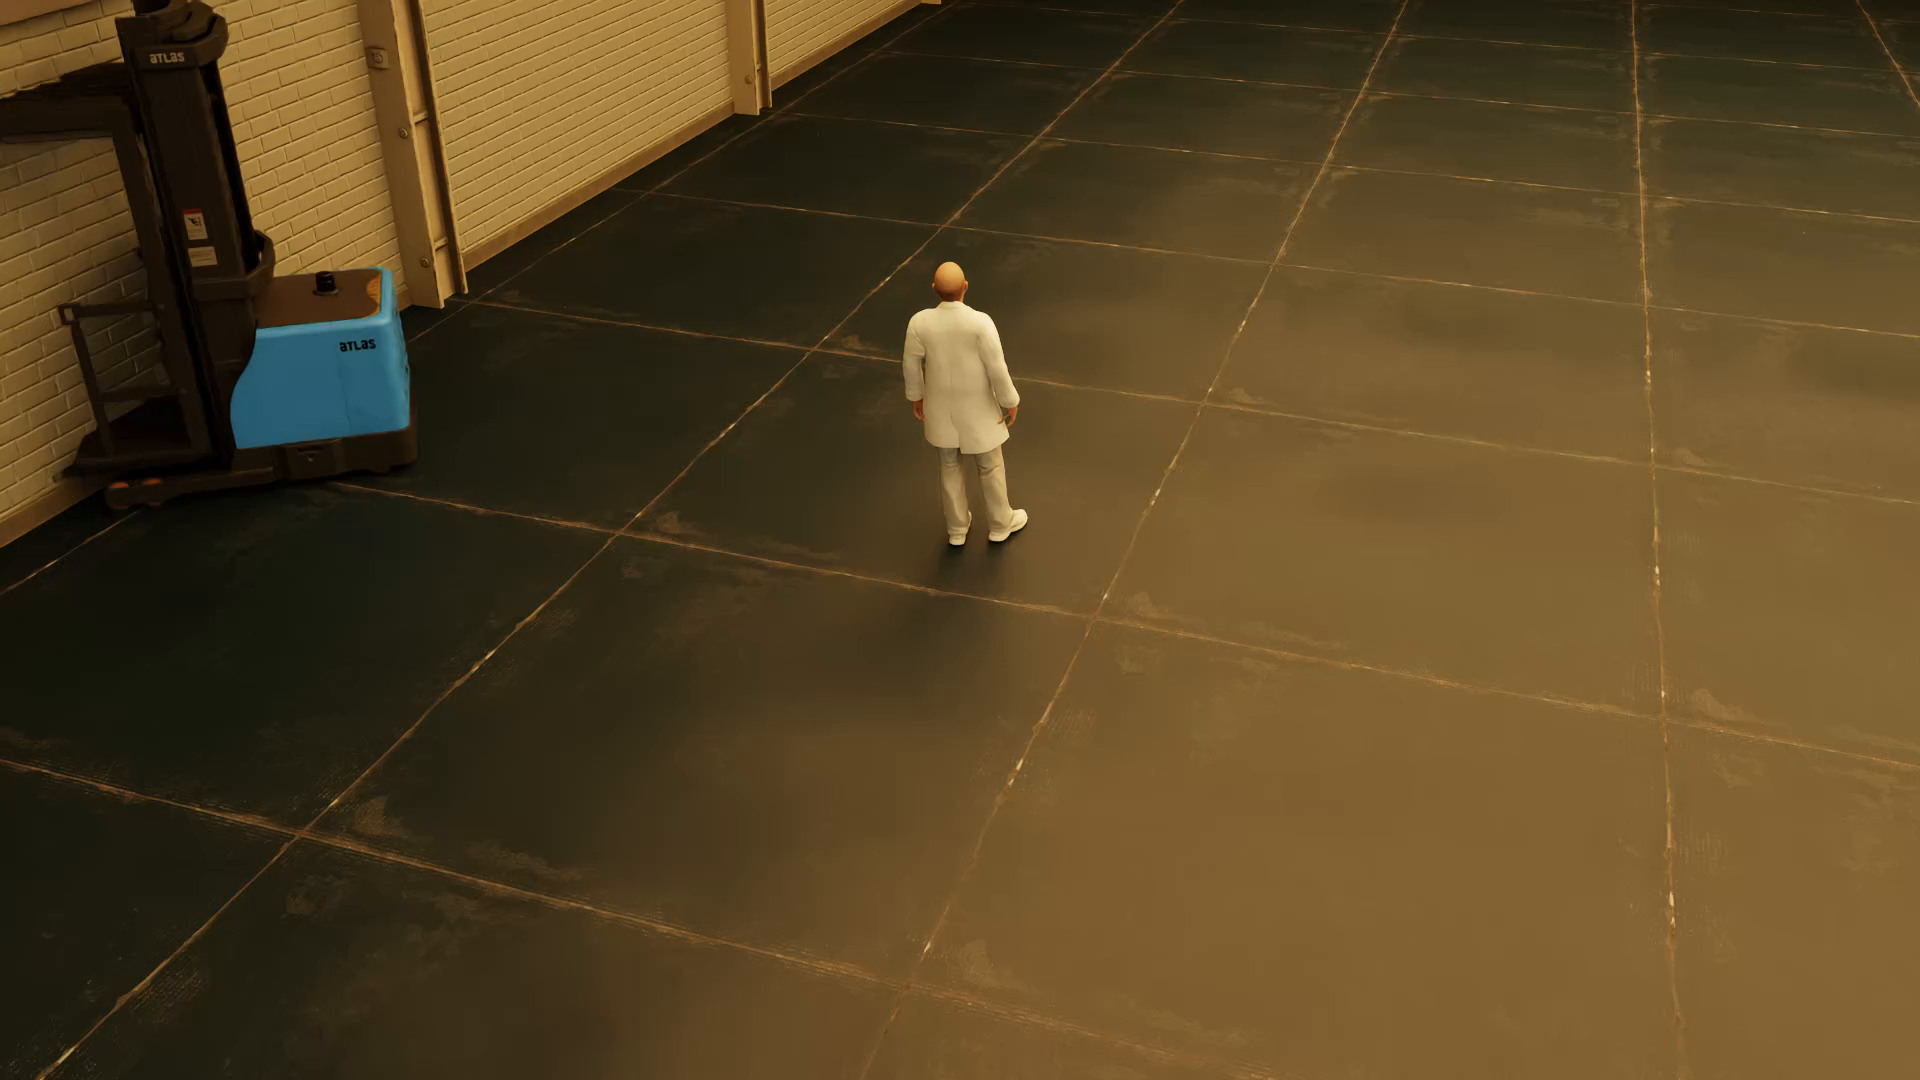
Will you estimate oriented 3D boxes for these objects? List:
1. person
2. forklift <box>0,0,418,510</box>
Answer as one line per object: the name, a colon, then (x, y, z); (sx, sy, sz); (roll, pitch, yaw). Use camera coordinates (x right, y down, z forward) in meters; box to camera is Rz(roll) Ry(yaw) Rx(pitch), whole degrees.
person: (0.034, -0.820, 9.725); (0.696, 1.775, 0.581); (10, 31, 16)
forklift: (-5.129, -1.755, 10.214); (3.031, 2.935, 1.130); (-8, 31, -14)
